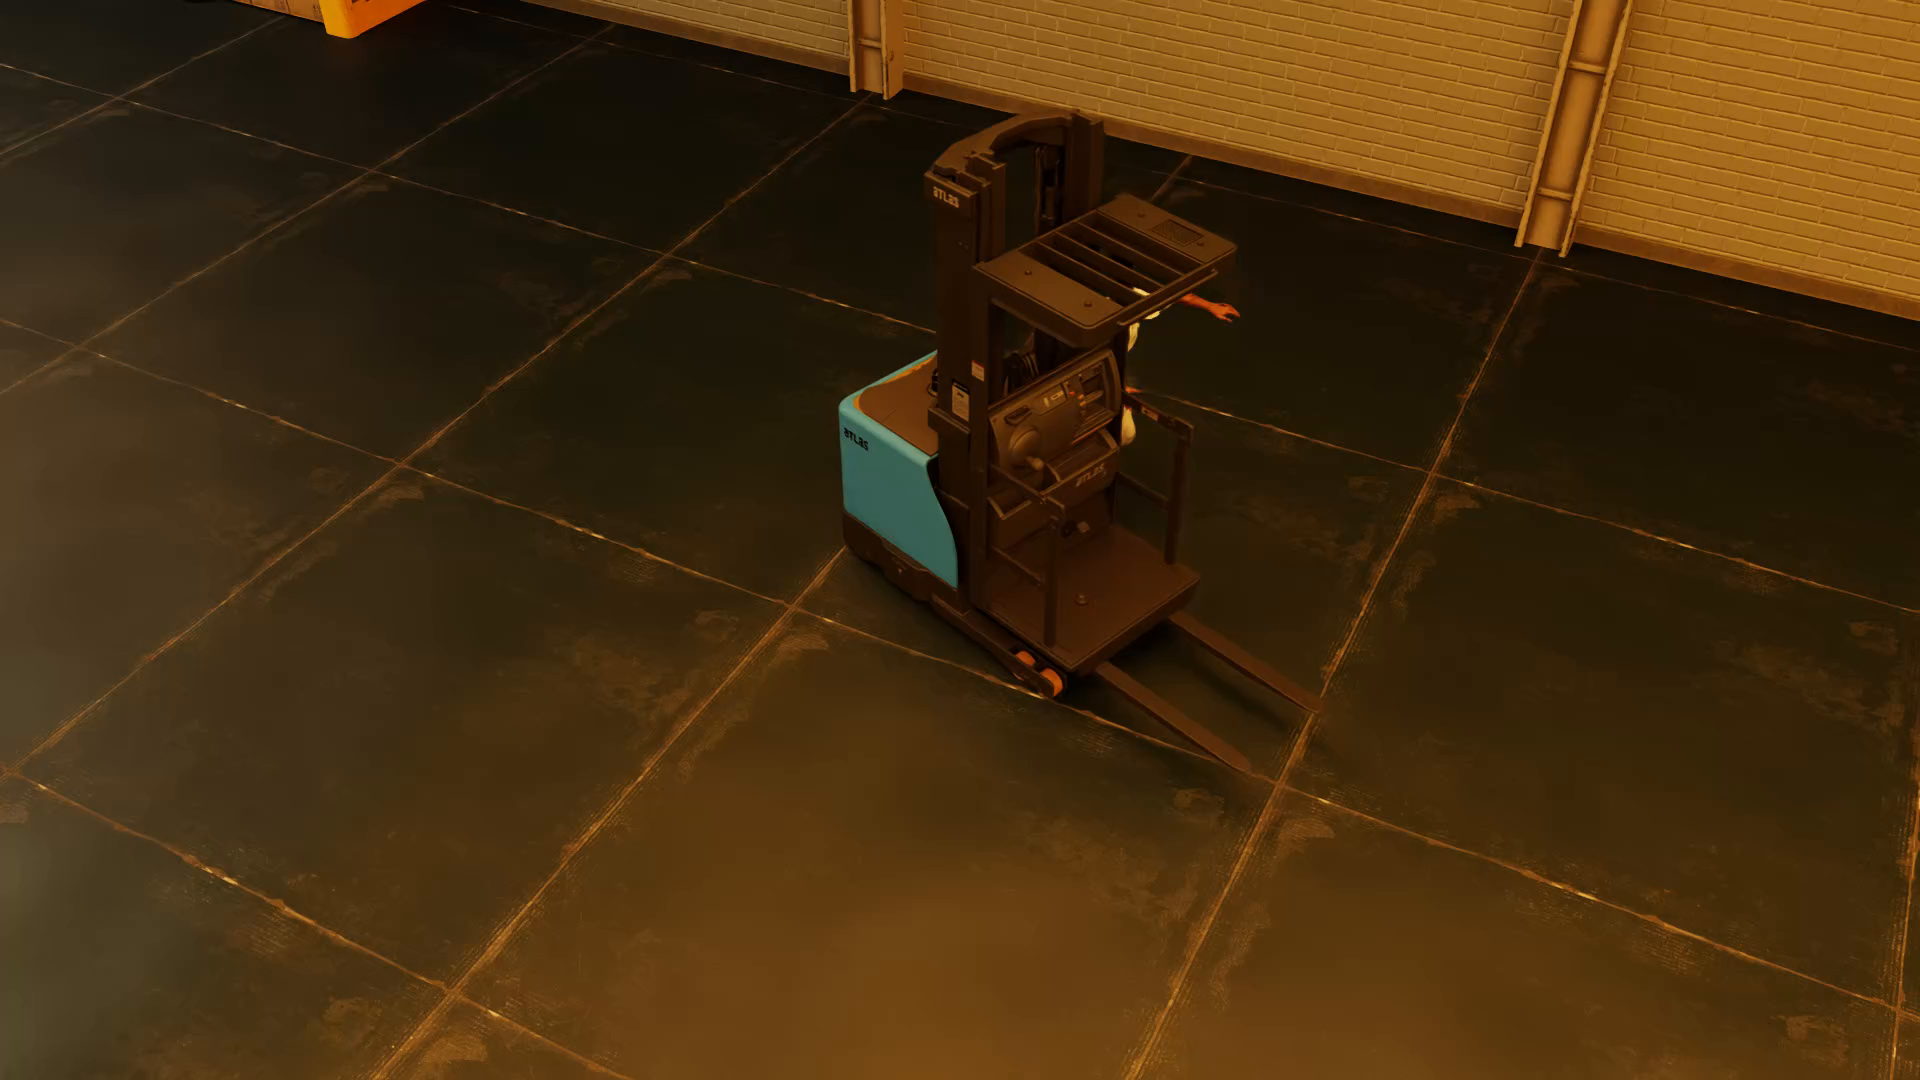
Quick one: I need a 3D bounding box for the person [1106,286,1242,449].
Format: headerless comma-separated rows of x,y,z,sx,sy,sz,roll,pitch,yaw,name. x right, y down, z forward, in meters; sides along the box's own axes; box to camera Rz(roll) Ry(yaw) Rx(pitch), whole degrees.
0.954,-0.950,10.229,0.799,1.466,1.580,33,50,33,person

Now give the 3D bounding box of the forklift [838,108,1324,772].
0.660,-0.620,8.722,1.130,2.935,3.031,-31,49,-32,forklift
